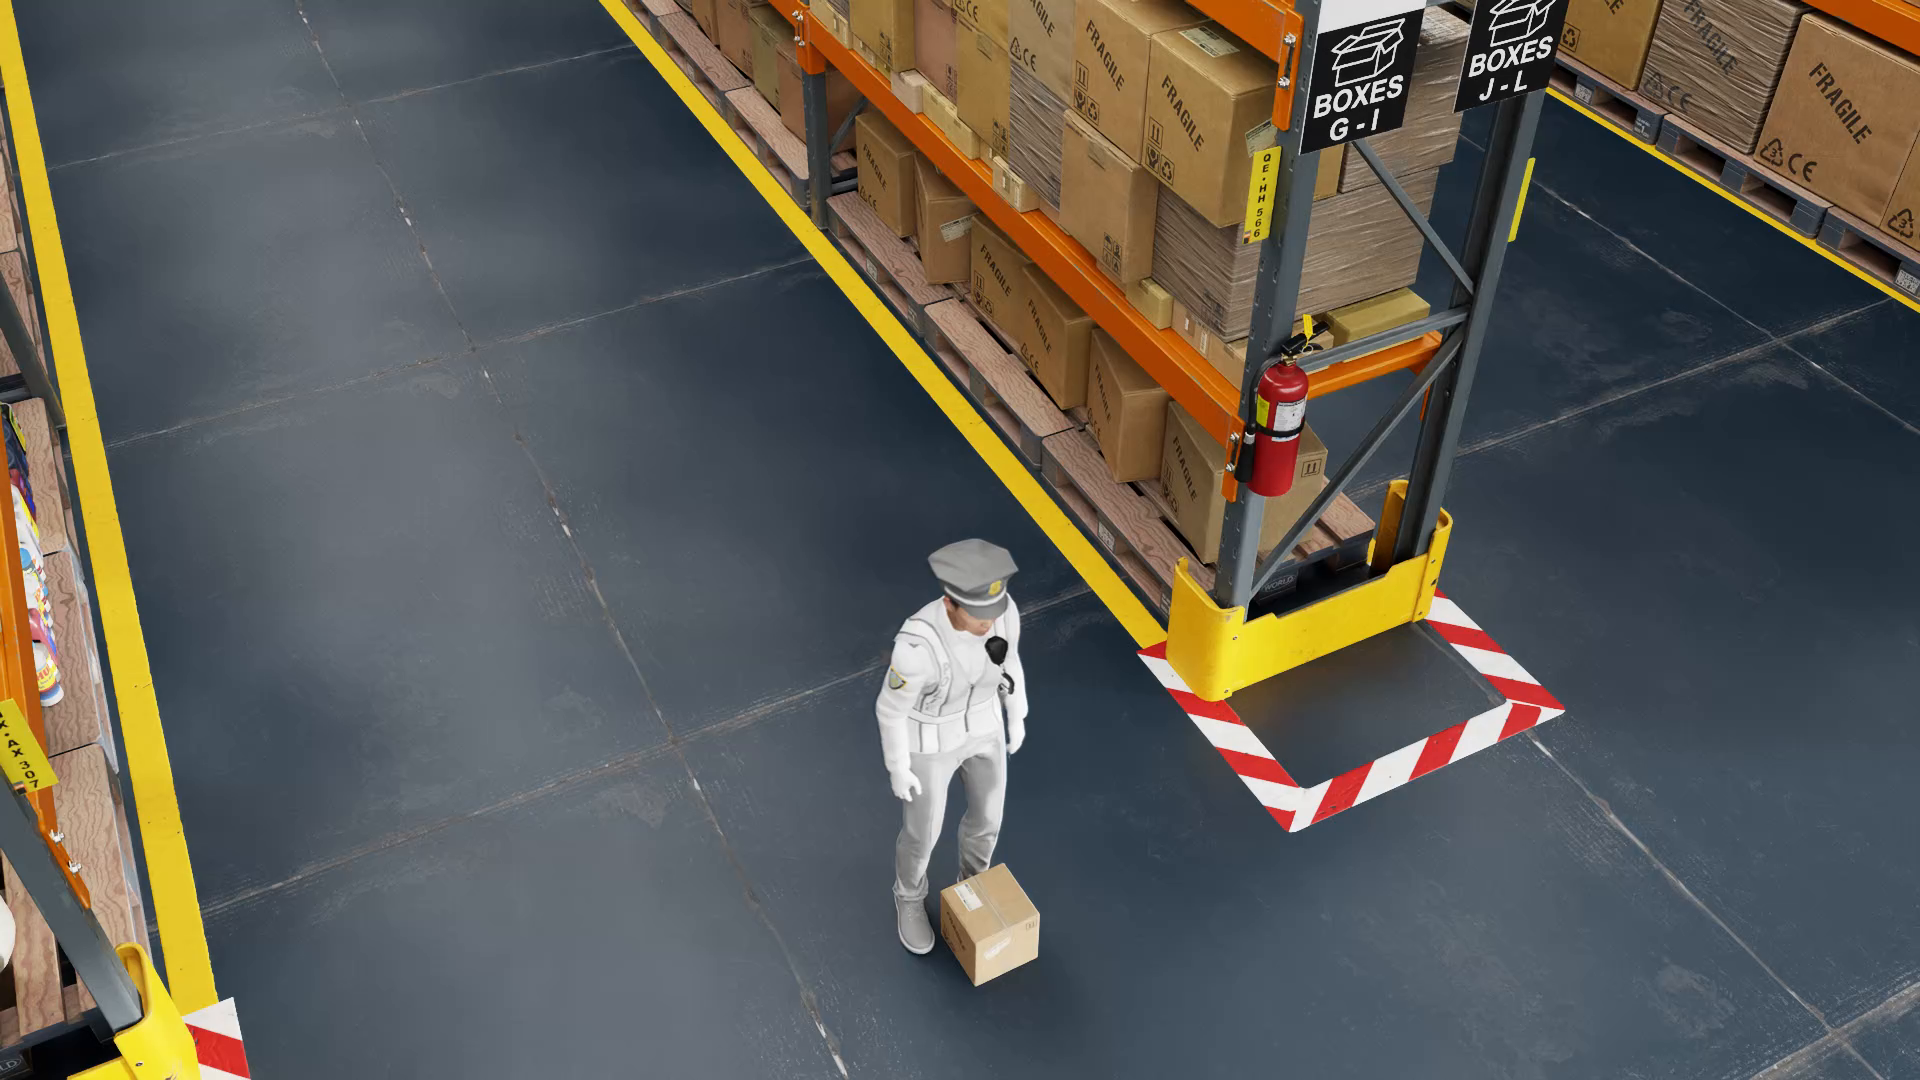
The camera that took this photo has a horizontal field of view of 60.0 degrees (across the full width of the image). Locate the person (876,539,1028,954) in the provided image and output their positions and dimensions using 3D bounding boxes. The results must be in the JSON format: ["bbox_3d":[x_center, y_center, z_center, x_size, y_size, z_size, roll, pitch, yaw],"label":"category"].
[{"bbox_3d":[-0.003,0.665,5.406,0.539,1.662,0.415,-22,46,-23],"label":"person"}]
